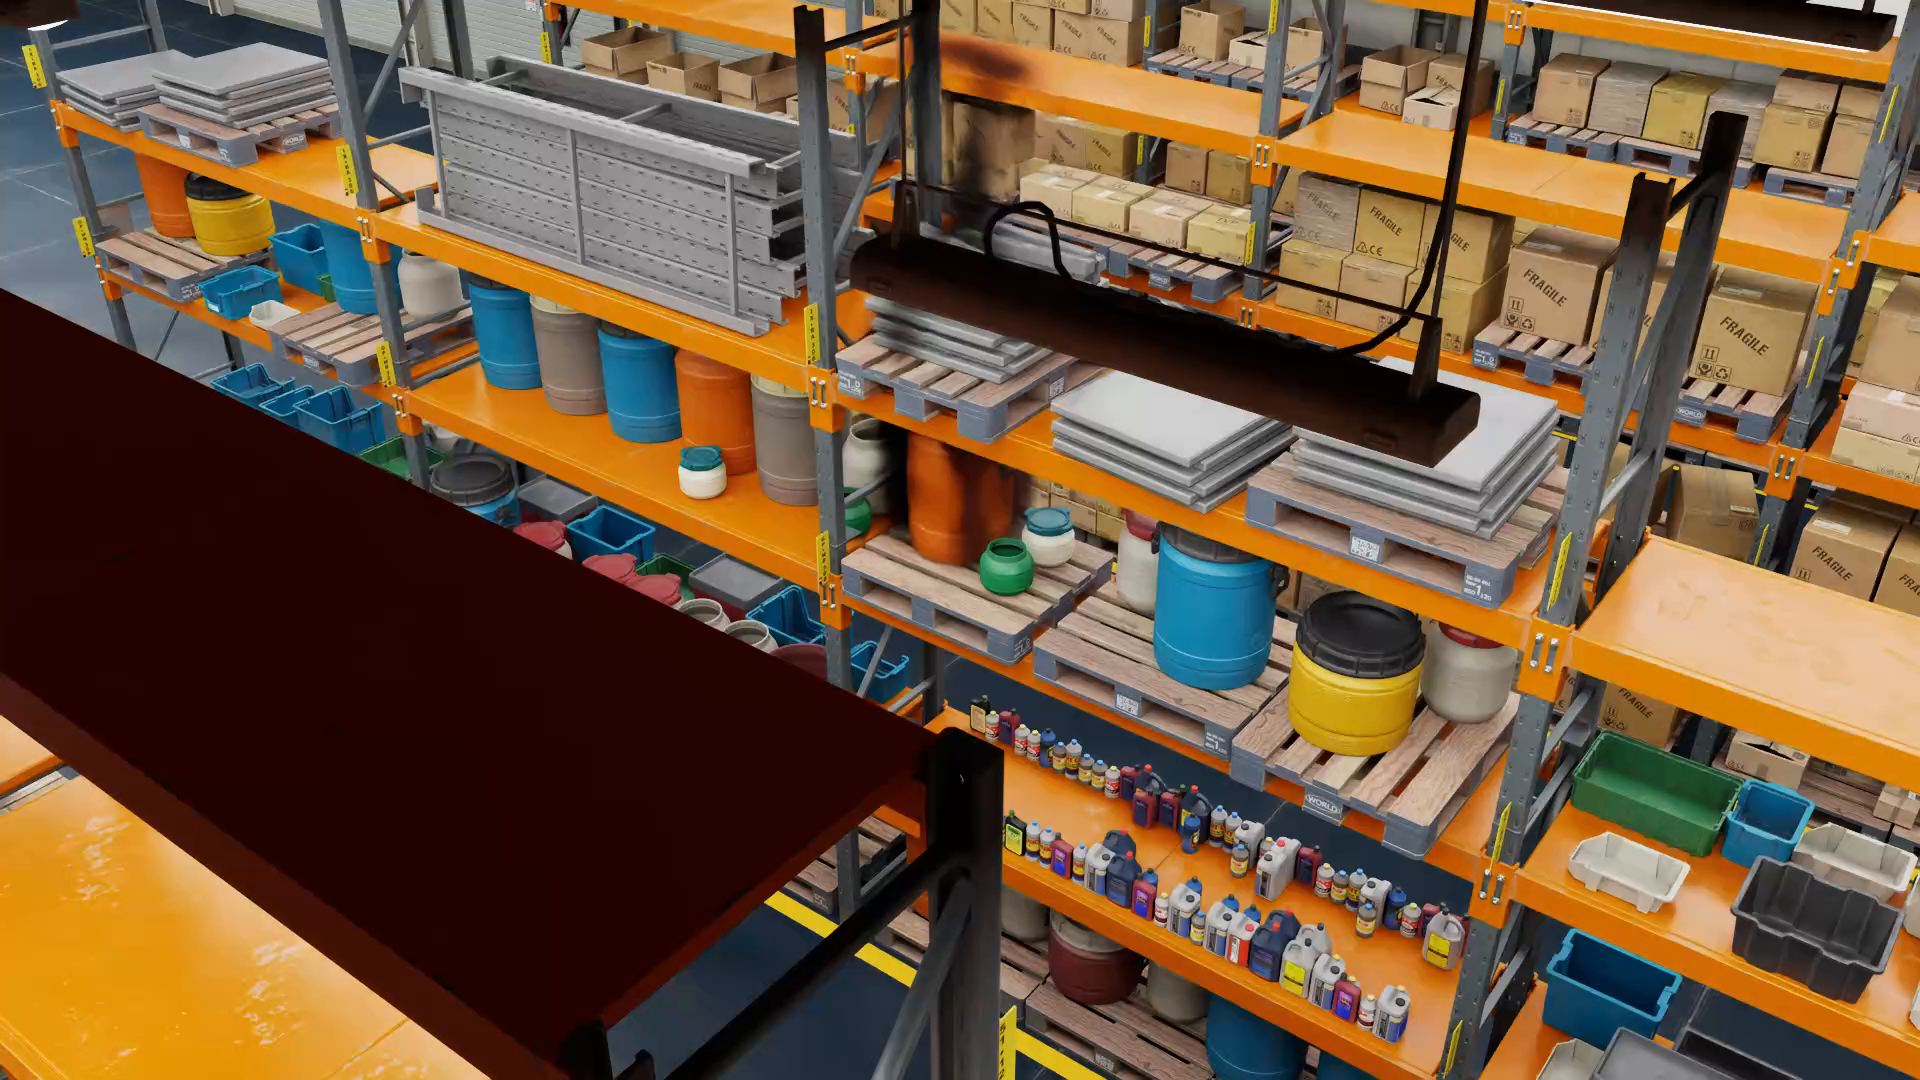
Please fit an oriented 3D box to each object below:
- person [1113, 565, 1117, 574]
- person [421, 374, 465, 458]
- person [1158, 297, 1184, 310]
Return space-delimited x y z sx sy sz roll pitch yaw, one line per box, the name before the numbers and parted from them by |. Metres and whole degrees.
person | 1.456 0.561 12.773 0.922 1.681 0.716 14 34 21
person | -4.690 -0.976 15.281 0.659 1.659 0.613 16 35 25
person | 2.078 -1.570 16.256 0.804 1.697 0.638 23 38 33
